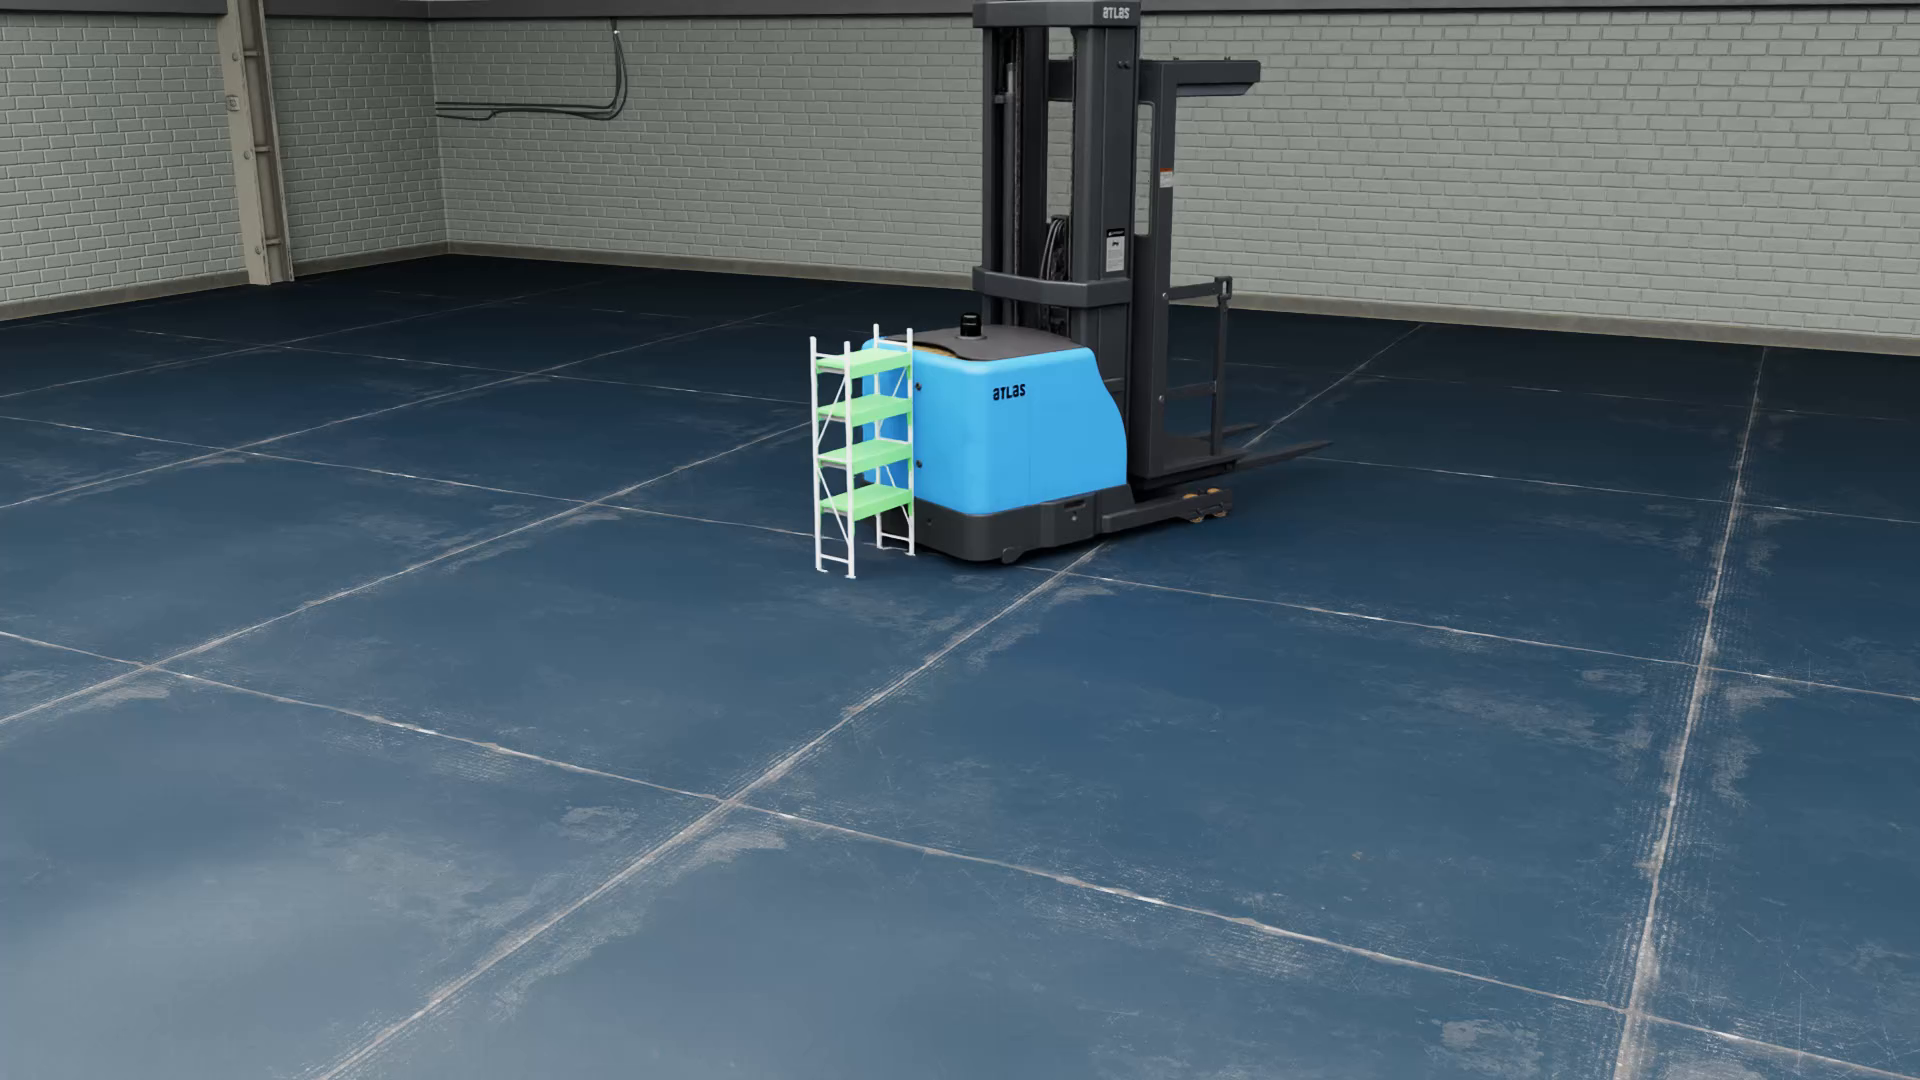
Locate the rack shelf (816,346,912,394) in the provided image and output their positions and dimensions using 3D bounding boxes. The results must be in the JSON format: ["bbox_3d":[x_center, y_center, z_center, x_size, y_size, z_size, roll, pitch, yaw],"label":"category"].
[{"bbox_3d":[-0.488,-0.855,8.334,0.258,0.148,0.480,12,20,35],"label":"rack shelf"}]

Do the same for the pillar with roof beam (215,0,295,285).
[{"bbox_3d":[-3.970,-6.696,15.765,9.100,9.000,0.400,8,18,25],"label":"pillar with roof beam"}]

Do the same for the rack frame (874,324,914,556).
[{"bbox_3d":[-0.342,-0.512,8.640,0.240,1.200,0.015,12,20,35],"label":"rack frame"}]

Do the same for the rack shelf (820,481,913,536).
[{"bbox_3d":[-0.488,-0.165,8.539,0.258,0.148,0.480,12,20,35],"label":"rack shelf"}]

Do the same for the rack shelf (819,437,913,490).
[{"bbox_3d":[-0.488,-0.395,8.471,0.258,0.148,0.480,12,20,35],"label":"rack shelf"}]

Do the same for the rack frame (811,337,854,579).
[{"bbox_3d":[-0.633,-0.400,8.265,0.240,1.200,0.015,12,20,35],"label":"rack frame"}]

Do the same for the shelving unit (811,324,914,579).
[{"bbox_3d":[-0.488,-0.456,8.453,0.258,1.200,0.503,12,20,35],"label":"shelving unit"}]

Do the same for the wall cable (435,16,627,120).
[{"bbox_3d":[-5.322,-6.338,20.011,3.097,2.526,0.112,8,18,25],"label":"wall cable"}]

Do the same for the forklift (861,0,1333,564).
[{"bbox_3d":[0.925,-1.603,9.272,3.031,2.935,1.130,-13,21,-37],"label":"forklift"}]

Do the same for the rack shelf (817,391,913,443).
[{"bbox_3d":[-0.488,-0.625,8.403,0.258,0.148,0.480,12,20,35],"label":"rack shelf"}]
